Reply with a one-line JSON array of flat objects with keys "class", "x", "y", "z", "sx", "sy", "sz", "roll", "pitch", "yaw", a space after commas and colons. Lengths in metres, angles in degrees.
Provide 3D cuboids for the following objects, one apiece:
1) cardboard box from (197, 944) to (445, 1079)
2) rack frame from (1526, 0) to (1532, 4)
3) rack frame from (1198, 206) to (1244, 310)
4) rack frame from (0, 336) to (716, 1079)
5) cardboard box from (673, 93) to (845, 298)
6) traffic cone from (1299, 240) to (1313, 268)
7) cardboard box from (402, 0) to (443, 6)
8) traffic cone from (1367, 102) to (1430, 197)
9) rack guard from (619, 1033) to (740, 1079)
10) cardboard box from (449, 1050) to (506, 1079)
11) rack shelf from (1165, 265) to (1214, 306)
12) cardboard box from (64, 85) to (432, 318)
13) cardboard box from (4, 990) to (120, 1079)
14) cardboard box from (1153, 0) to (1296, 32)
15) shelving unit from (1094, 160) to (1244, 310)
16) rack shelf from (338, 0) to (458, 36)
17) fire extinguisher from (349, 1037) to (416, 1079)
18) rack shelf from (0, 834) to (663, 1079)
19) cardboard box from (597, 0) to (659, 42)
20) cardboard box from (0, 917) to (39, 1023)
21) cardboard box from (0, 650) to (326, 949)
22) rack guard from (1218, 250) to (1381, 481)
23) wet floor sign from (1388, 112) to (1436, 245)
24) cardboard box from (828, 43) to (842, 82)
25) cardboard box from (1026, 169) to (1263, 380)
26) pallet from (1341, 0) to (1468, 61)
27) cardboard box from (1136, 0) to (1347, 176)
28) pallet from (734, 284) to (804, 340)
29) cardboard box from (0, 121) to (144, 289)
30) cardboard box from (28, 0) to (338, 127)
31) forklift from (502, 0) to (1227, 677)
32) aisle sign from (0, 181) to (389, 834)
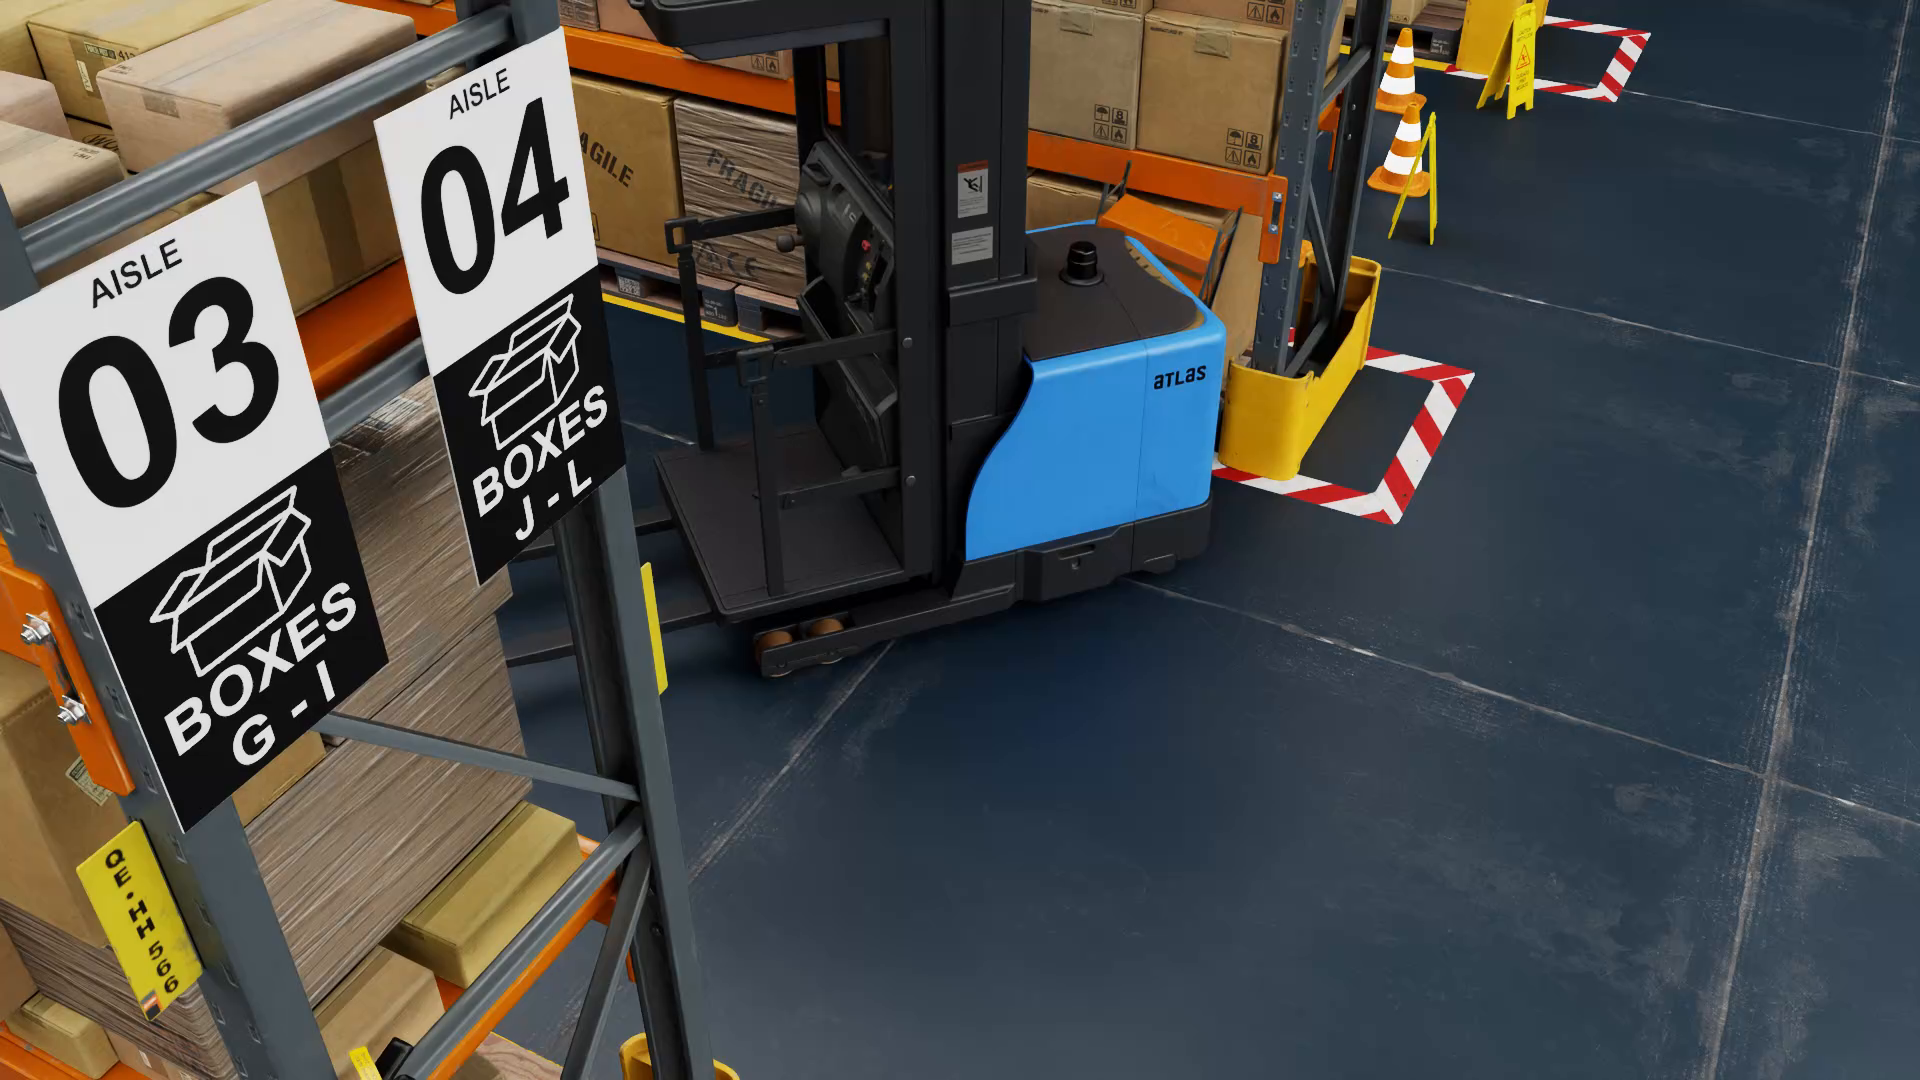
[{"class": "cardboard box", "x": -1.224, "y": 0.966, "z": 3.204, "sx": 0.250, "sy": 0.149, "sz": 0.380, "roll": 17, "pitch": 41, "yaw": 21}, {"class": "rack frame", "x": 3.682, "y": -4.486, "z": 10.179, "sx": 0.127, "sy": 3.000, "sz": 1.000, "roll": 17, "pitch": 41, "yaw": 21}, {"class": "rack frame", "x": 0.952, "y": -0.804, "z": 6.827, "sx": 0.015, "sy": 1.200, "sz": 0.240, "roll": 26, "pitch": 43, "yaw": 15}, {"class": "rack frame", "x": -0.876, "y": 0.835, "z": 3.170, "sx": 0.127, "sy": 3.000, "sz": 1.000, "roll": 17, "pitch": 41, "yaw": 21}, {"class": "cardboard box", "x": -0.729, "y": -1.772, "z": 8.014, "sx": 0.875, "sy": 0.875, "sz": 0.875, "roll": 18, "pitch": 41, "yaw": 22}, {"class": "traffic cone", "x": 1.676, "y": -1.700, "z": 8.607, "sx": 0.334, "sy": 0.463, "sz": 0.336, "roll": 17, "pitch": 41, "yaw": 21}, {"class": "cardboard box", "x": -2.643, "y": -2.954, "z": 8.078, "sx": 0.500, "sy": 0.500, "sz": 0.500, "roll": 17, "pitch": 40, "yaw": 21}, {"class": "traffic cone", "x": 2.498, "y": -2.212, "z": 9.281, "sx": 0.334, "sy": 0.463, "sz": 0.336, "roll": 17, "pitch": 41, "yaw": 21}, {"class": "rack guard", "x": -0.943, "y": 1.809, "z": 3.953, "sx": 0.348, "sy": 0.500, "sz": 1.175, "roll": 17, "pitch": 41, "yaw": 21}, {"class": "cardboard box", "x": -1.423, "y": 1.480, "z": 4.039, "sx": 0.500, "sy": 0.500, "sz": 0.500, "roll": 25, "pitch": 44, "yaw": 29}, {"class": "rack shelf", "x": 0.766, "y": -1.022, "z": 6.786, "sx": 0.480, "sy": 0.148, "sz": 0.258, "roll": 26, "pitch": 43, "yaw": 15}, {"class": "cardboard box", "x": -1.185, "y": -0.573, "z": 2.667, "sx": 0.500, "sy": 0.250, "sz": 0.500, "roll": 19, "pitch": 41, "yaw": 23}, {"class": "cardboard box", "x": -1.691, "y": 0.854, "z": 3.351, "sx": 0.250, "sy": 0.149, "sz": 0.380, "roll": 17, "pitch": 41, "yaw": 21}, {"class": "cardboard box", "x": 1.183, "y": -2.414, "z": 6.432, "sx": 0.550, "sy": 0.550, "sz": 0.875, "roll": 17, "pitch": 41, "yaw": 21}, {"class": "shelving unit", "x": 0.740, "y": -0.908, "z": 6.889, "sx": 0.503, "sy": 1.200, "sz": 0.258, "roll": 26, "pitch": 43, "yaw": 15}, {"class": "rack shelf", "x": -3.833, "y": -3.182, "z": 9.056, "sx": 4.000, "sy": 0.370, "sz": 1.077, "roll": 17, "pitch": 41, "yaw": 21}, {"class": "fire extinguisher", "x": -0.986, "y": 1.145, "z": 2.825, "sx": 0.183, "sy": 0.674, "sz": 0.296, "roll": 17, "pitch": 41, "yaw": 21}, {"class": "rack shelf", "x": -2.652, "y": 0.565, "z": 4.120, "sx": 4.000, "sy": 0.370, "sz": 1.077, "roll": 17, "pitch": 41, "yaw": 21}, {"class": "cardboard box", "x": -1.225, "y": -2.735, "z": 7.749, "sx": 0.550, "sy": 0.550, "sz": 0.875, "roll": 17, "pitch": 41, "yaw": 21}, {"class": "cardboard box", "x": -1.851, "y": 0.434, "z": 3.369, "sx": 0.500, "sy": 0.500, "sz": 0.875, "roll": 17, "pitch": 41, "yaw": 21}, {"class": "cardboard box", "x": -1.478, "y": 0.258, "z": 2.774, "sx": 0.500, "sy": 0.500, "sz": 0.500, "roll": 17, "pitch": 41, "yaw": 21}, {"class": "rack guard", "x": 1.516, "y": -0.798, "z": 7.388, "sx": 0.348, "sy": 0.500, "sz": 1.175, "roll": 17, "pitch": 41, "yaw": 21}, {"class": "wet floor sign", "x": 2.431, "y": -1.918, "z": 8.742, "sx": 0.232, "sy": 0.644, "sz": 0.267, "roll": 11, "pitch": 38, "yaw": 14}, {"class": "cardboard box", "x": -0.283, "y": -2.428, "z": 7.344, "sx": 0.500, "sy": 0.550, "sz": 0.875, "roll": 17, "pitch": 41, "yaw": 21}, {"class": "cardboard box", "x": 0.862, "y": -1.274, "z": 7.358, "sx": 0.875, "sy": 0.875, "sz": 0.875, "roll": 18, "pitch": 41, "yaw": 22}, {"class": "pallet", "x": 2.909, "y": -3.641, "z": 11.372, "sx": 1.213, "sy": 0.211, "sz": 1.003, "roll": 17, "pitch": 41, "yaw": 21}, {"class": "cardboard box", "x": 1.145, "y": -1.939, "z": 6.699, "sx": 0.550, "sy": 0.550, "sz": 0.875, "roll": 17, "pitch": 41, "yaw": 21}, {"class": "pallet", "x": -0.330, "y": -1.210, "z": 8.169, "sx": 1.213, "sy": 0.211, "sz": 1.003, "roll": 17, "pitch": 41, "yaw": 21}, {"class": "cardboard box", "x": -1.266, "y": -0.369, "z": 2.069, "sx": 0.250, "sy": 0.149, "sz": 0.380, "roll": 17, "pitch": 41, "yaw": 21}, {"class": "cardboard box", "x": -1.200, "y": -0.784, "z": 2.615, "sx": 0.250, "sy": 0.149, "sz": 0.380, "roll": 18, "pitch": 41, "yaw": 22}, {"class": "forklift", "x": -0.586, "y": -1.030, "z": 5.683, "sx": 3.031, "sy": 2.935, "sz": 1.130, "roll": -13, "pitch": 39, "yaw": -17}, {"class": "aisle sign", "x": -0.959, "y": -0.023, "z": 2.149, "sx": 0.004, "sy": 0.787, "sz": 0.394, "roll": 17, "pitch": 41, "yaw": 21}]
